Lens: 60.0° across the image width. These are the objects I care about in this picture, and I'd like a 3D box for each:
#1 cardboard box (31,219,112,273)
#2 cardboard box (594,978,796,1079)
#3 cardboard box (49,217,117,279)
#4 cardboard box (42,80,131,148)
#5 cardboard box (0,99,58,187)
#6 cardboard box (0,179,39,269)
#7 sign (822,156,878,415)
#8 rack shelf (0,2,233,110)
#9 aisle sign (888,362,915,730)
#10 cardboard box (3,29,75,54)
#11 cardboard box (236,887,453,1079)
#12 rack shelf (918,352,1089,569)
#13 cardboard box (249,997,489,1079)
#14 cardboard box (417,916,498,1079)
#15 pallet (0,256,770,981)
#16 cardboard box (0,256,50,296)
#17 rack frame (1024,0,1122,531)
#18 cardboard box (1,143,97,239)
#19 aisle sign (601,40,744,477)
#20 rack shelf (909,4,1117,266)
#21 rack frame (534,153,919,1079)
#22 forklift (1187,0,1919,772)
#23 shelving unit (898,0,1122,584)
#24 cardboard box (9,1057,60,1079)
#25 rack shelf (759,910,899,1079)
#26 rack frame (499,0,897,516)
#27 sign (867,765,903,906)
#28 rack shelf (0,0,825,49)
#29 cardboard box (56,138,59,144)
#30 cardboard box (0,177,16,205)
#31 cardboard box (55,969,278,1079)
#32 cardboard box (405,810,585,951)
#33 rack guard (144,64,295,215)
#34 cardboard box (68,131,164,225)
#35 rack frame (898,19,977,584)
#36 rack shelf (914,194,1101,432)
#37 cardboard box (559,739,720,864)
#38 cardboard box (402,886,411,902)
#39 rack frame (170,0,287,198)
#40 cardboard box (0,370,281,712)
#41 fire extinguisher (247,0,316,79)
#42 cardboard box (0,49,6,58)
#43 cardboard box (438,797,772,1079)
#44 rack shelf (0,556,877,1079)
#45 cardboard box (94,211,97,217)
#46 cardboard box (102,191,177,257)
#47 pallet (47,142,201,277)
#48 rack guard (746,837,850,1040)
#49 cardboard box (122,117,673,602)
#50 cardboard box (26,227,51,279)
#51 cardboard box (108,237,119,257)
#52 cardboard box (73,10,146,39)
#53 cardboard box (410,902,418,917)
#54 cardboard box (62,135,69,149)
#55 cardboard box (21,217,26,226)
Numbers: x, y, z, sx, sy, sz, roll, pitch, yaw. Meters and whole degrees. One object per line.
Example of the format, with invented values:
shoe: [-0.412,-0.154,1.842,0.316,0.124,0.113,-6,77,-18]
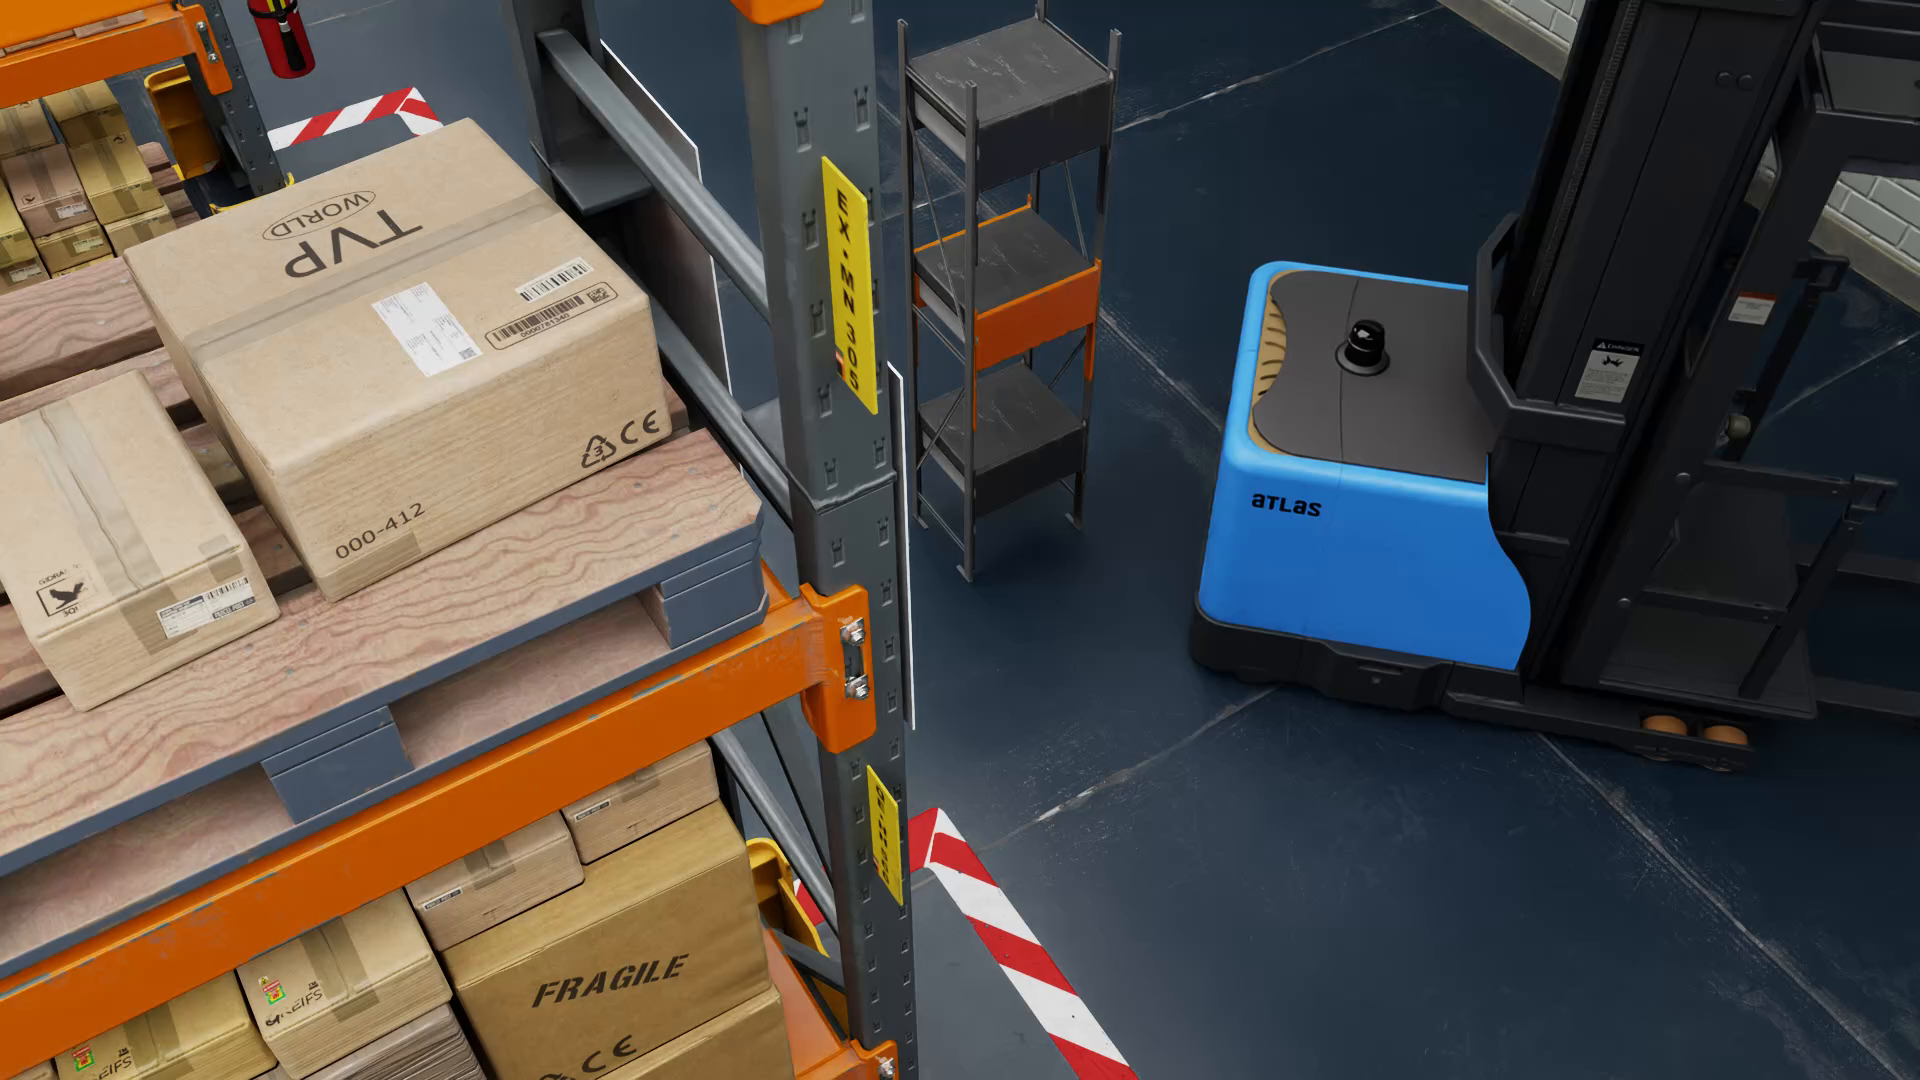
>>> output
cardboard box: [-3.678,-1.291,6.820,0.250,0.149,0.380,-26,53,-22]
cardboard box: [-0.674,0.951,3.328,0.500,0.500,0.500,-25,53,-21]
cardboard box: [-3.632,-1.145,6.889,0.250,0.149,0.380,-24,52,-20]
cardboard box: [-3.759,-1.857,7.124,0.250,0.149,0.380,-27,54,-22]
cardboard box: [-3.928,-1.671,6.959,0.250,0.149,0.380,-24,53,-20]
cardboard box: [-3.841,-1.233,6.568,0.250,0.149,0.380,-26,53,-22]
sign: [-0.130,-0.293,1.954,0.005,0.325,0.100,-25,53,-21]
rack shelf: [-4.826,-1.425,5.992,4.000,0.370,1.077,-25,53,-21]
aisle sign: [-0.181,-0.073,2.565,0.004,0.787,0.394,-25,53,-21]
cardboard box: [-3.490,-1.994,6.185,0.250,0.149,0.380,-25,53,-21]
cardboard box: [-0.979,0.585,2.550,0.250,0.149,0.380,-26,53,-21]
rack shelf: [0.140,-0.290,6.058,0.480,0.518,0.431,-25,53,-21]
cardboard box: [-1.115,0.828,2.767,0.500,0.500,0.500,-25,53,-21]
cardboard box: [-1.107,1.141,3.158,0.500,0.500,0.500,-26,53,-22]
pallet: [-1.029,-0.041,2.329,1.213,0.211,1.003,-25,53,-21]
cardboard box: [-3.867,-1.153,6.697,0.250,0.149,0.380,-27,54,-22]
rack frame: [0.346,-0.861,5.611,0.015,2.100,0.400,-25,53,-21]
cardboard box: [-3.690,-1.416,6.732,0.250,0.149,0.380,-24,53,-20]
aisle sign: [-0.501,-0.452,2.903,0.004,0.787,0.394,-25,53,-21]
rack shelf: [0.140,-1.221,5.012,0.480,0.518,0.431,-25,53,-21]
rack frame: [-0.407,0.625,3.685,0.127,3.000,1.000,-25,53,-21]
forklift: [2.369,-0.640,4.857,3.031,2.935,1.130,9,49,8]
shelving unit: [0.140,-0.764,5.525,0.503,2.100,0.431,-25,53,-21]
cardboard box: [-1.473,0.719,2.430,0.250,0.149,0.380,-26,53,-21]
rack shelf: [-2.099,1.661,3.244,4.000,0.370,1.077,-25,53,-21]
rack frame: [-0.407,-1.370,1.445,0.127,3.000,1.000,-25,53,-21]
sign: [-0.130,0.509,2.854,0.005,0.325,0.100,-25,53,-21]
rack shelf: [-2.099,-0.201,1.153,4.000,0.370,1.077,-25,53,-21]
cardboard box: [-3.976,-1.632,7.123,0.250,0.149,0.380,-25,53,-21]
cardboard box: [-4.136,-1.478,6.987,0.250,0.149,0.380,-25,53,-20]
cardboard box: [-1.214,0.659,2.483,0.250,0.149,0.380,-24,53,-20]
cardboard box: [-0.806,0.429,2.688,0.250,0.149,0.380,-24,53,-20]
rack guard: [-3.198,-1.600,7.340,0.348,0.500,1.175,-25,53,-21]
cardboard box: [-3.447,-1.480,6.789,0.250,0.149,0.380,-25,53,-20]
rack frame: [-0.066,-0.667,5.438,0.015,2.100,0.400,-25,53,-21]
rack shelf: [0.140,-0.755,5.535,0.480,0.518,0.431,-25,53,-21]
cardboard box: [-0.604,0.313,2.792,0.250,0.149,0.380,-25,53,-20]
cardboard box: [-1.399,0.481,3.077,0.500,0.500,0.500,-27,54,-22]
rack frame: [-3.134,-2.461,6.433,0.127,3.000,1.000,-25,53,-21]
cardboard box: [-1.052,-0.008,2.060,0.250,0.149,0.380,-29,54,-23]
fire extinguisher: [-2.675,-2.121,6.431,0.183,0.674,0.296,-25,53,-21]
cardboard box: [-3.694,-1.885,6.088,0.250,0.149,0.380,-26,53,-21]
cardboard box: [-0.688,0.601,2.969,0.500,0.500,0.500,-24,52,-20]
rack shelf: [-2.099,0.663,2.124,4.000,0.370,1.077,-25,53,-21]
cardboard box: [-3.926,-1.490,7.196,0.250,0.149,0.380,-25,53,-21]
cardboard box: [-3.428,-1.361,6.882,0.250,0.149,0.380,-27,53,-22]
pallet: [-3.904,-1.202,7.179,1.213,0.211,1.003,-25,53,-21]
rack guard: [-0.387,1.446,4.627,0.348,0.500,1.175,-25,53,-21]
cardboard box: [-0.740,-0.260,2.216,0.500,0.250,0.500,-30,55,-24]
cardboard box: [-3.901,-1.094,6.844,0.250,0.149,0.380,-25,53,-21]
cardboard box: [-3.468,-1.312,7.037,0.250,0.149,0.380,-24,53,-20]
cardboard box: [-3.259,-2.069,6.253,0.250,0.149,0.380,-25,53,-21]
cardboard box: [-1.380,0.821,3.444,0.500,0.500,0.500,-26,53,-21]
cardboard box: [-3.714,-1.705,7.189,0.250,0.149,0.380,-23,52,-19]
cardboard box: [-4.132,-1.387,7.104,0.250,0.149,0.380,-25,53,-20]
